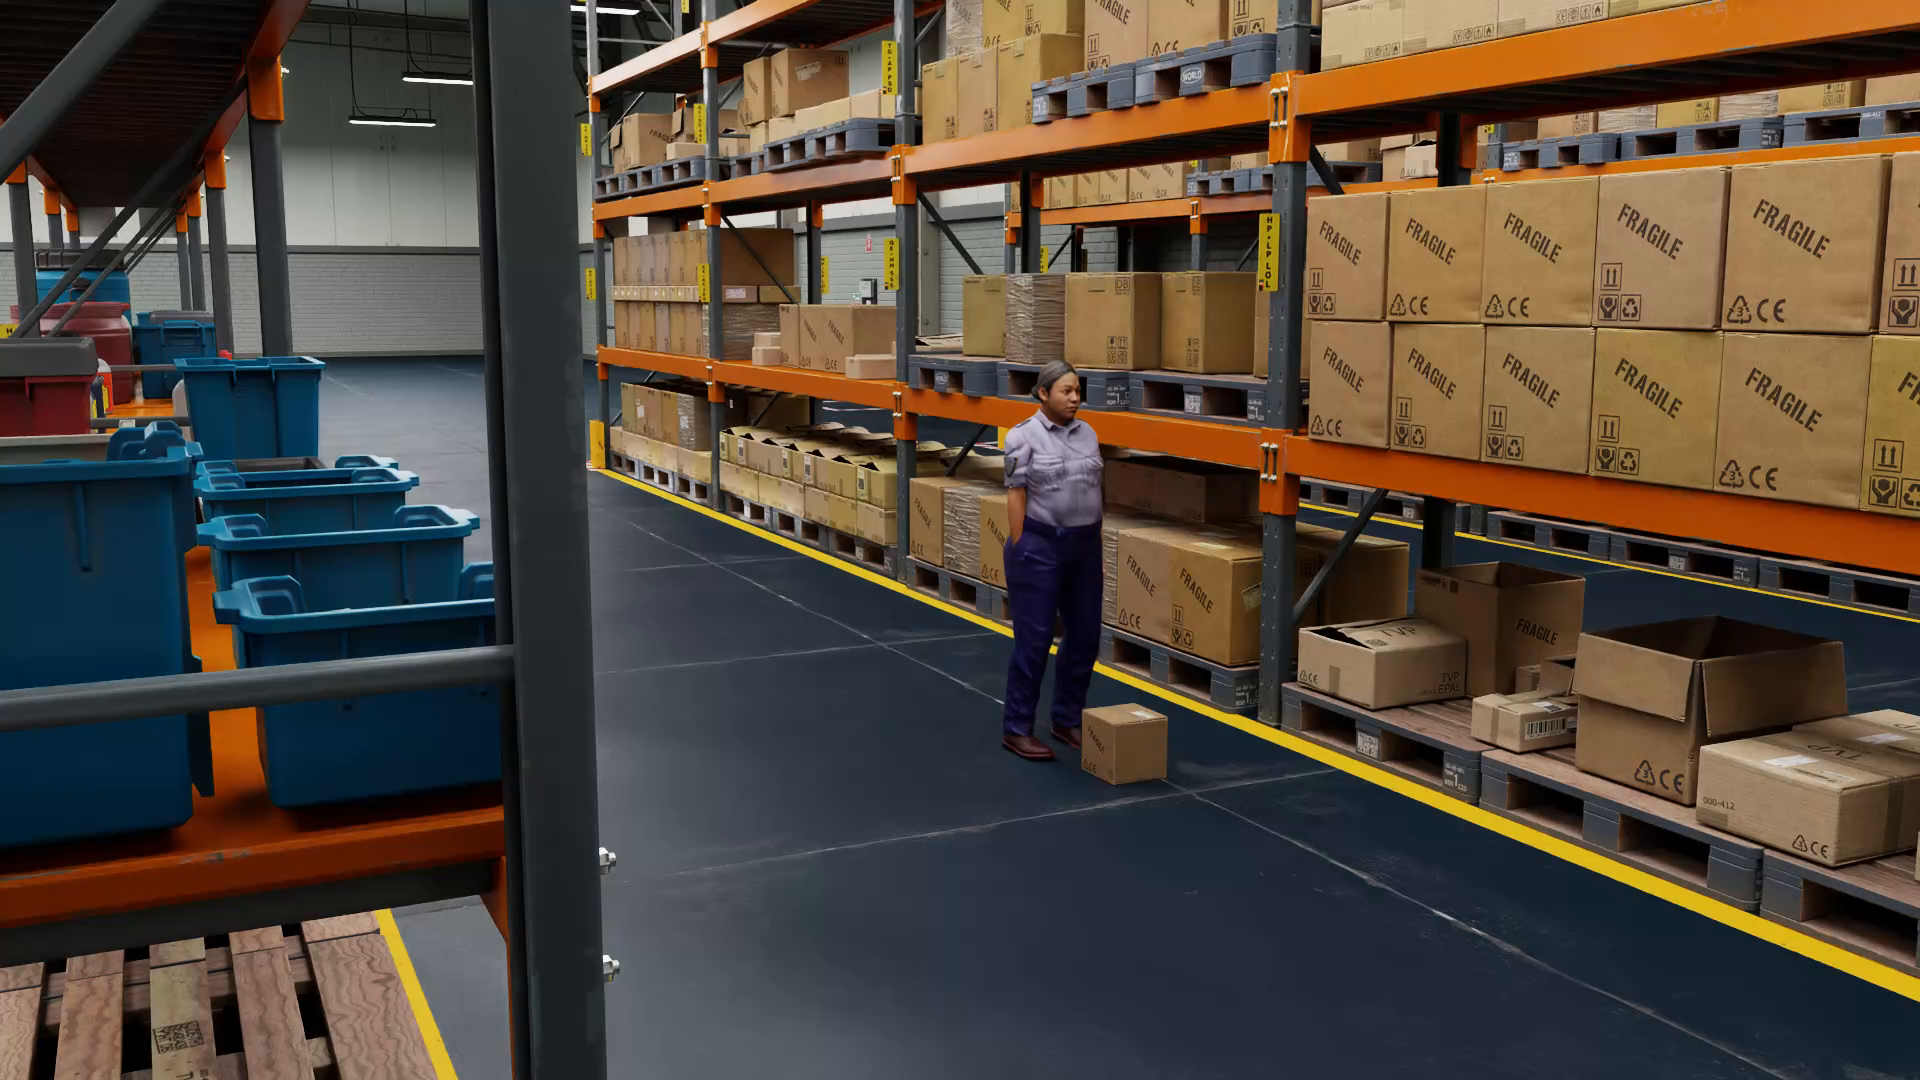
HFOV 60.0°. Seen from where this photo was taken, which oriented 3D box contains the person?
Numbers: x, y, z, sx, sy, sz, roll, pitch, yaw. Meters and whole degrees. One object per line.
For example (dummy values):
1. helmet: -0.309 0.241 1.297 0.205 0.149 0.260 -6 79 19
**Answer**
1. person: 0.413 0.081 6.945 0.468 1.634 0.342 -5 10 -32
